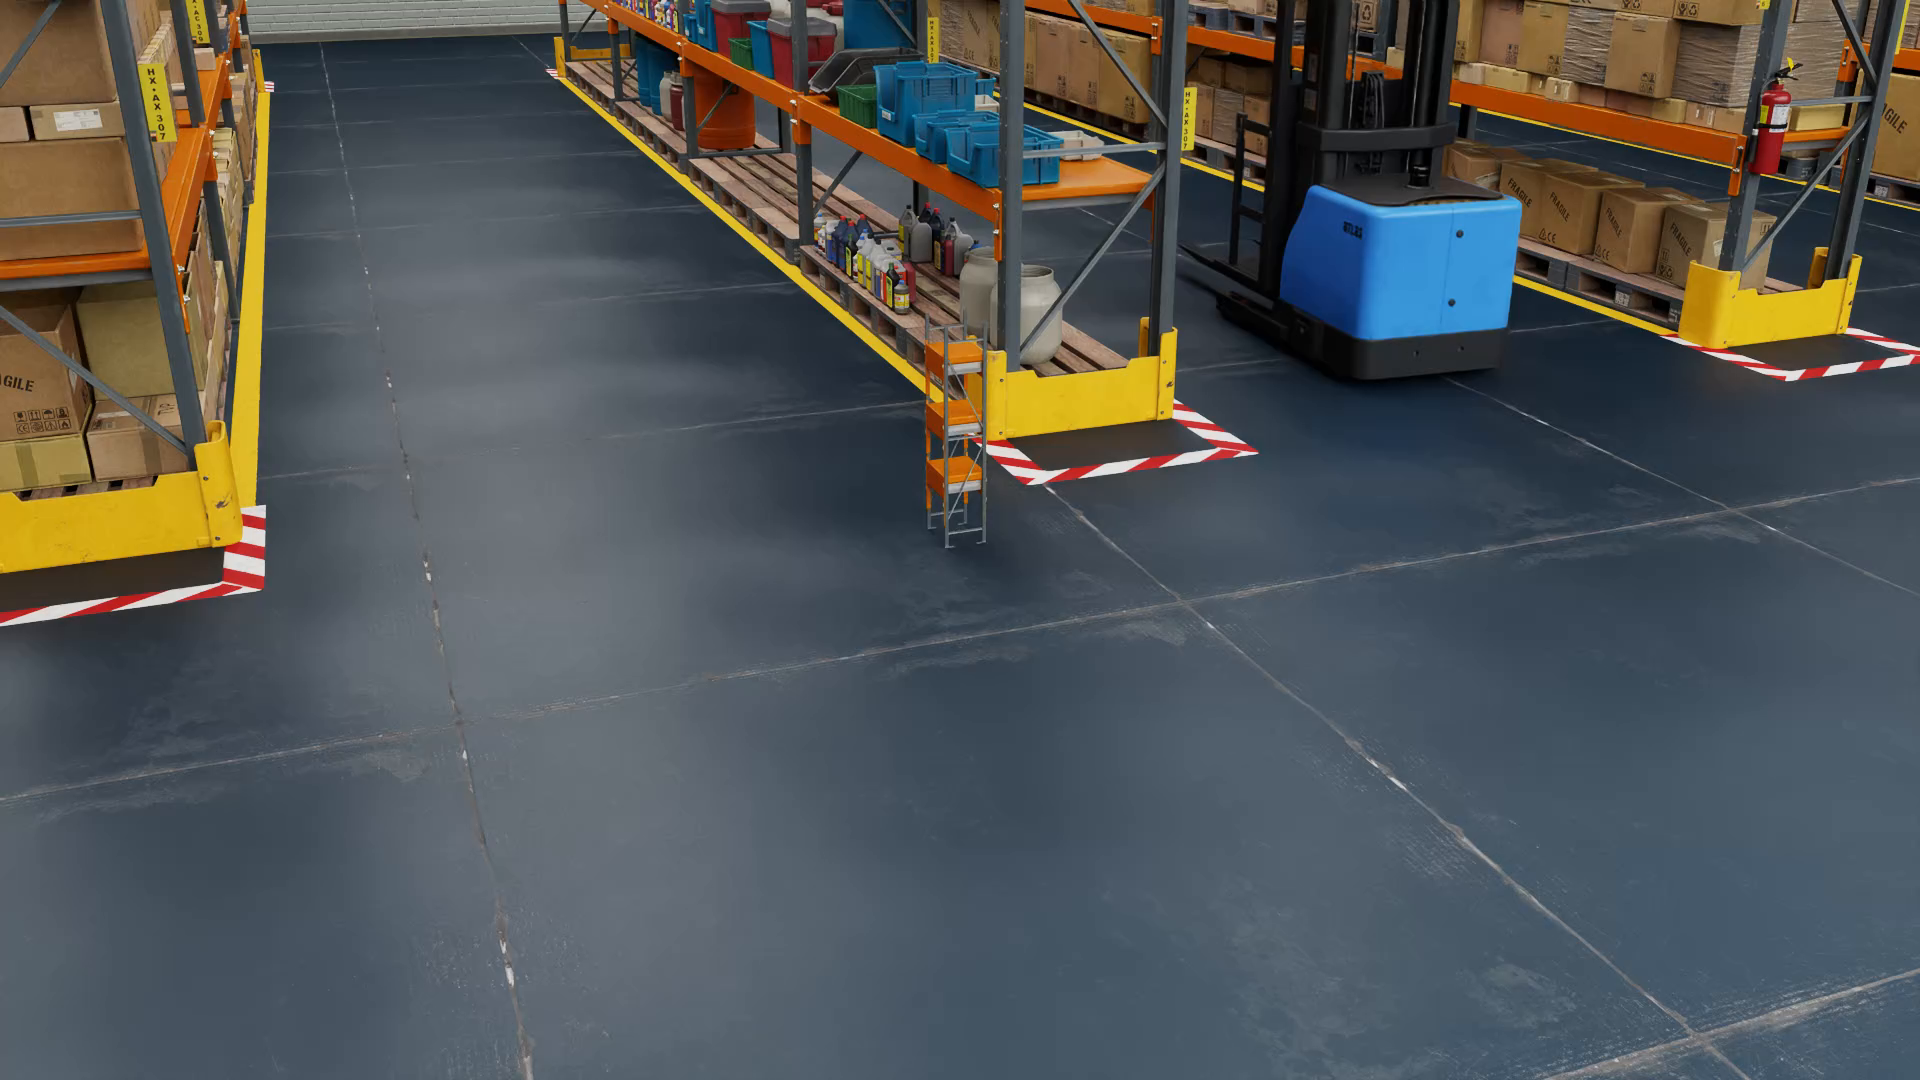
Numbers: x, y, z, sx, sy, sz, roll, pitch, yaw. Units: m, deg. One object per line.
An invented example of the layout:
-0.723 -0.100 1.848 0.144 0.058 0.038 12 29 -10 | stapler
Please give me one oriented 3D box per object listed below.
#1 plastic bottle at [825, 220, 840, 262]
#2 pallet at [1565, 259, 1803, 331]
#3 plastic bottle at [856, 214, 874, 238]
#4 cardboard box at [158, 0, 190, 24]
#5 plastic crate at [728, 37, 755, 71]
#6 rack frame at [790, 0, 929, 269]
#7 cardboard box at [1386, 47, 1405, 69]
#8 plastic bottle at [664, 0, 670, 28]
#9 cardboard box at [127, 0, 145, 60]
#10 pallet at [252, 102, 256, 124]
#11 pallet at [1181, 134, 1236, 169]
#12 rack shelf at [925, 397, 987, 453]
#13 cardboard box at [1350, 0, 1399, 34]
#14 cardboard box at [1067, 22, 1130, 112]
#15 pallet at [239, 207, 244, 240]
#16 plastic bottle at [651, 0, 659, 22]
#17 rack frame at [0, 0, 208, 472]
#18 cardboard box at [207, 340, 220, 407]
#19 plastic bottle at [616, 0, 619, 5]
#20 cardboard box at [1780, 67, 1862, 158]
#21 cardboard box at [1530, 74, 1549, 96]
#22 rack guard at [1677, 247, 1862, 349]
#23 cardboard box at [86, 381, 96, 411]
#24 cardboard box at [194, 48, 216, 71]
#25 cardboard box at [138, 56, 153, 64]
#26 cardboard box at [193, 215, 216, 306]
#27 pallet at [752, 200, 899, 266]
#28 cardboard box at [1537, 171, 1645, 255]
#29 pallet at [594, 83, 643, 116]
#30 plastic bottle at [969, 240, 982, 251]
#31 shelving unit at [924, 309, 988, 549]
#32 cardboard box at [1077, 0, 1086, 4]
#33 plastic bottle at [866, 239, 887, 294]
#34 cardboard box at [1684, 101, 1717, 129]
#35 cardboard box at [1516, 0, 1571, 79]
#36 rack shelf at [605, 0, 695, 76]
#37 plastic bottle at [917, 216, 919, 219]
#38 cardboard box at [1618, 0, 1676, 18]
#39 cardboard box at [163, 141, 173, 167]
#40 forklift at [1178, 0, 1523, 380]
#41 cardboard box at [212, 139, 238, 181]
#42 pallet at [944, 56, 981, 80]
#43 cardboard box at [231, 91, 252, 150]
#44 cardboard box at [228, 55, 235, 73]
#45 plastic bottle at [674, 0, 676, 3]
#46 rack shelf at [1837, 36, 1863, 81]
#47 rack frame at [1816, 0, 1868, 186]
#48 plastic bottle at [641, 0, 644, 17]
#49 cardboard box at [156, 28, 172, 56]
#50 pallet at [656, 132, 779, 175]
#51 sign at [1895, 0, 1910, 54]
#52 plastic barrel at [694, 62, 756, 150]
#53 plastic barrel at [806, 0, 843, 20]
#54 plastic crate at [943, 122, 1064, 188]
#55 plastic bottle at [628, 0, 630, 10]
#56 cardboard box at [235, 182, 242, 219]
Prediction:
-0.883 -2.146 11.919 0.152 0.276 0.135 -7 24 -17 | plastic bottle
5.041 -1.756 11.646 1.003 0.211 1.213 -8 24 -19 | pallet
-0.693 -2.139 11.808 0.144 0.351 0.185 -8 24 -19 | plastic bottle
-7.101 -4.716 14.407 0.700 0.500 0.500 -18 29 -36 | cardboard box
-1.604 -3.984 13.613 0.450 0.188 0.662 -8 24 -19 | plastic crate
-0.725 -3.488 12.163 1.000 3.000 0.127 -8 24 -19 | rack frame
3.703 -3.932 13.541 0.380 0.149 0.250 -8 24 -19 | cardboard box
-2.854 -5.169 16.318 0.097 0.271 0.097 0 23 0 | plastic bottle
-4.666 -2.746 8.604 0.700 0.500 0.500 -8 24 -19 | cardboard box
-8.428 -4.681 18.584 1.003 0.211 1.213 -8 24 -19 | pallet
2.770 -4.051 17.091 1.003 0.211 1.213 -8 24 -19 | pallet
-0.019 -0.493 7.596 0.215 0.259 0.240 -8 24 -19 | rack shelf
3.759 -4.945 14.307 1.000 1.000 1.000 -8 24 -19 | cardboard box
1.964 -5.414 18.927 1.225 0.875 0.875 -8 24 -19 | cardboard box
-6.519 -2.673 13.821 1.003 0.211 1.213 -8 24 -19 | pallet
-3.084 -5.391 16.829 0.061 0.283 0.133 -8 24 -19 | plastic bottle
-3.947 -1.356 7.105 1.000 3.000 0.127 -8 24 -19 | rack frame
-4.285 -0.871 8.953 0.500 0.250 0.500 -8 24 -19 | cardboard box
-3.821 -6.149 18.627 0.061 0.283 0.133 -8 24 -19 | plastic bottle
8.281 -4.181 16.164 1.050 0.750 0.750 -8 24 -19 | cardboard box
4.376 -3.304 12.051 0.380 0.149 0.250 -8 24 -19 | cardboard box
5.295 -1.590 10.878 1.175 0.500 0.348 -8 24 -19 | rack guard
-4.601 -0.617 8.351 0.500 0.250 0.500 -8 24 -19 | cardboard box
-6.197 -3.858 13.365 0.380 0.149 0.250 -8 24 -19 | cardboard box
-4.427 -2.432 8.693 0.380 0.149 0.250 -8 24 -18 | cardboard box
-4.646 -1.578 9.667 0.500 0.500 0.500 -8 24 -19 | cardboard box
-1.039 -2.483 13.369 1.003 0.211 1.213 -8 24 -19 | pallet
4.670 -2.427 12.324 0.500 0.500 0.500 -6 24 -14 | cardboard box
-3.847 -5.371 20.222 1.003 0.211 1.213 -8 24 -19 | pallet
0.111 -1.916 11.380 0.097 0.271 0.097 0 23 0 | plastic bottle
-0.019 -0.503 7.592 0.215 1.050 0.252 -8 24 -19 | shelving unit
1.553 -6.367 18.866 0.500 0.500 0.500 -8 24 -18 | cardboard box
-0.545 -1.829 11.071 0.144 0.351 0.185 -7 24 -17 | plastic bottle
4.940 -2.764 10.770 0.380 0.149 0.250 -8 24 -19 | cardboard box
4.562 -3.637 12.004 0.875 0.500 0.500 -8 24 -19 | cardboard box
-2.845 -5.336 17.475 1.077 0.370 4.000 -8 24 -19 | rack shelf
-0.305 -2.312 12.409 0.097 0.201 0.097 0 23 0 | plastic bottle
4.714 -3.705 10.878 0.500 0.500 0.500 -8 24 -19 | cardboard box
-4.832 -2.321 9.267 0.700 0.500 0.500 -8 24 -18 | cardboard box
2.395 -2.839 10.712 1.130 2.935 3.031 -7 24 -16 | forklift
-6.168 -3.103 13.528 0.500 0.311 0.500 -9 24 -20 | cardboard box
0.452 -6.520 22.948 1.003 0.211 1.213 -8 24 -19 | pallet
-7.219 -4.080 16.219 0.500 0.500 0.500 -9 25 -21 | cardboard box
-8.855 -5.450 19.467 0.797 0.503 0.637 -8 24 -19 | cardboard box
-3.220 -6.180 18.807 0.097 0.201 0.097 0 23 0 | plastic bottle
7.878 -5.206 17.166 1.077 0.370 4.000 -8 24 -19 | rack shelf
8.585 -4.811 15.302 1.000 3.000 0.127 -8 24 -19 | rack frame
-3.285 -5.613 17.370 0.097 0.271 0.097 0 23 0 | plastic bottle
-4.978 -2.995 10.029 0.380 0.149 0.250 -9 24 -20 | cardboard box
-2.456 -3.937 16.819 1.003 0.211 1.213 -8 24 -19 | pallet
5.829 -3.187 10.335 0.100 0.325 0.005 -8 24 -19 | sign
-2.327 -4.310 16.367 0.600 0.830 0.708 -8 24 -19 | plastic barrel
-1.117 -4.195 13.665 0.433 0.535 0.433 0 23 0 | plastic barrel
0.231 -2.107 9.077 0.499 0.251 0.616 -8 24 -19 | plastic crate
-3.565 -5.868 18.067 0.097 0.201 0.097 0 23 0 | plastic bottle
-5.999 -2.662 13.202 0.500 0.250 0.500 -8 24 -18 | cardboard box
